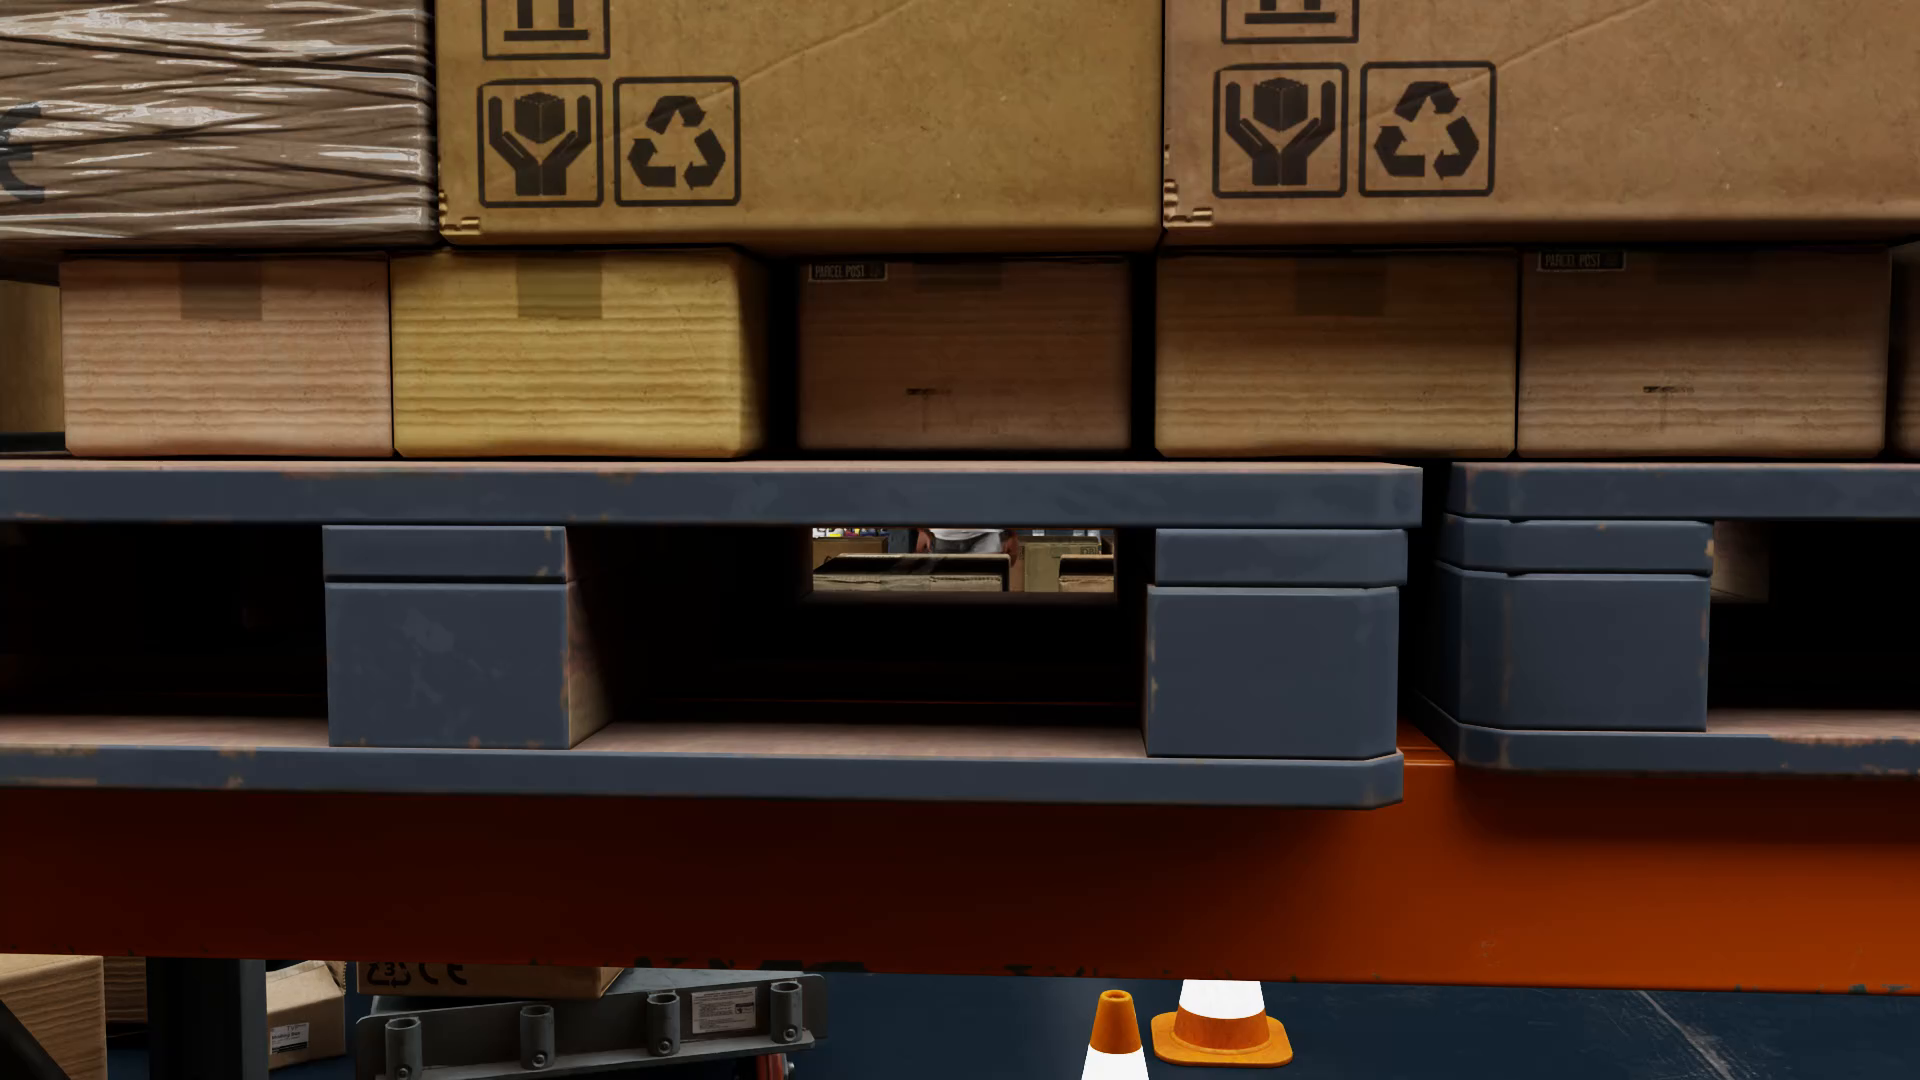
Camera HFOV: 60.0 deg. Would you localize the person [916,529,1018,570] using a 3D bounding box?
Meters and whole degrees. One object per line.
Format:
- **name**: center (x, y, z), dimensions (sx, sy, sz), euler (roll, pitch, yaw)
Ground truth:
- **person**: center (0.044, -0.030, 9.628), dimensions (0.602, 1.743, 0.904), euler (0, 4, 3)
